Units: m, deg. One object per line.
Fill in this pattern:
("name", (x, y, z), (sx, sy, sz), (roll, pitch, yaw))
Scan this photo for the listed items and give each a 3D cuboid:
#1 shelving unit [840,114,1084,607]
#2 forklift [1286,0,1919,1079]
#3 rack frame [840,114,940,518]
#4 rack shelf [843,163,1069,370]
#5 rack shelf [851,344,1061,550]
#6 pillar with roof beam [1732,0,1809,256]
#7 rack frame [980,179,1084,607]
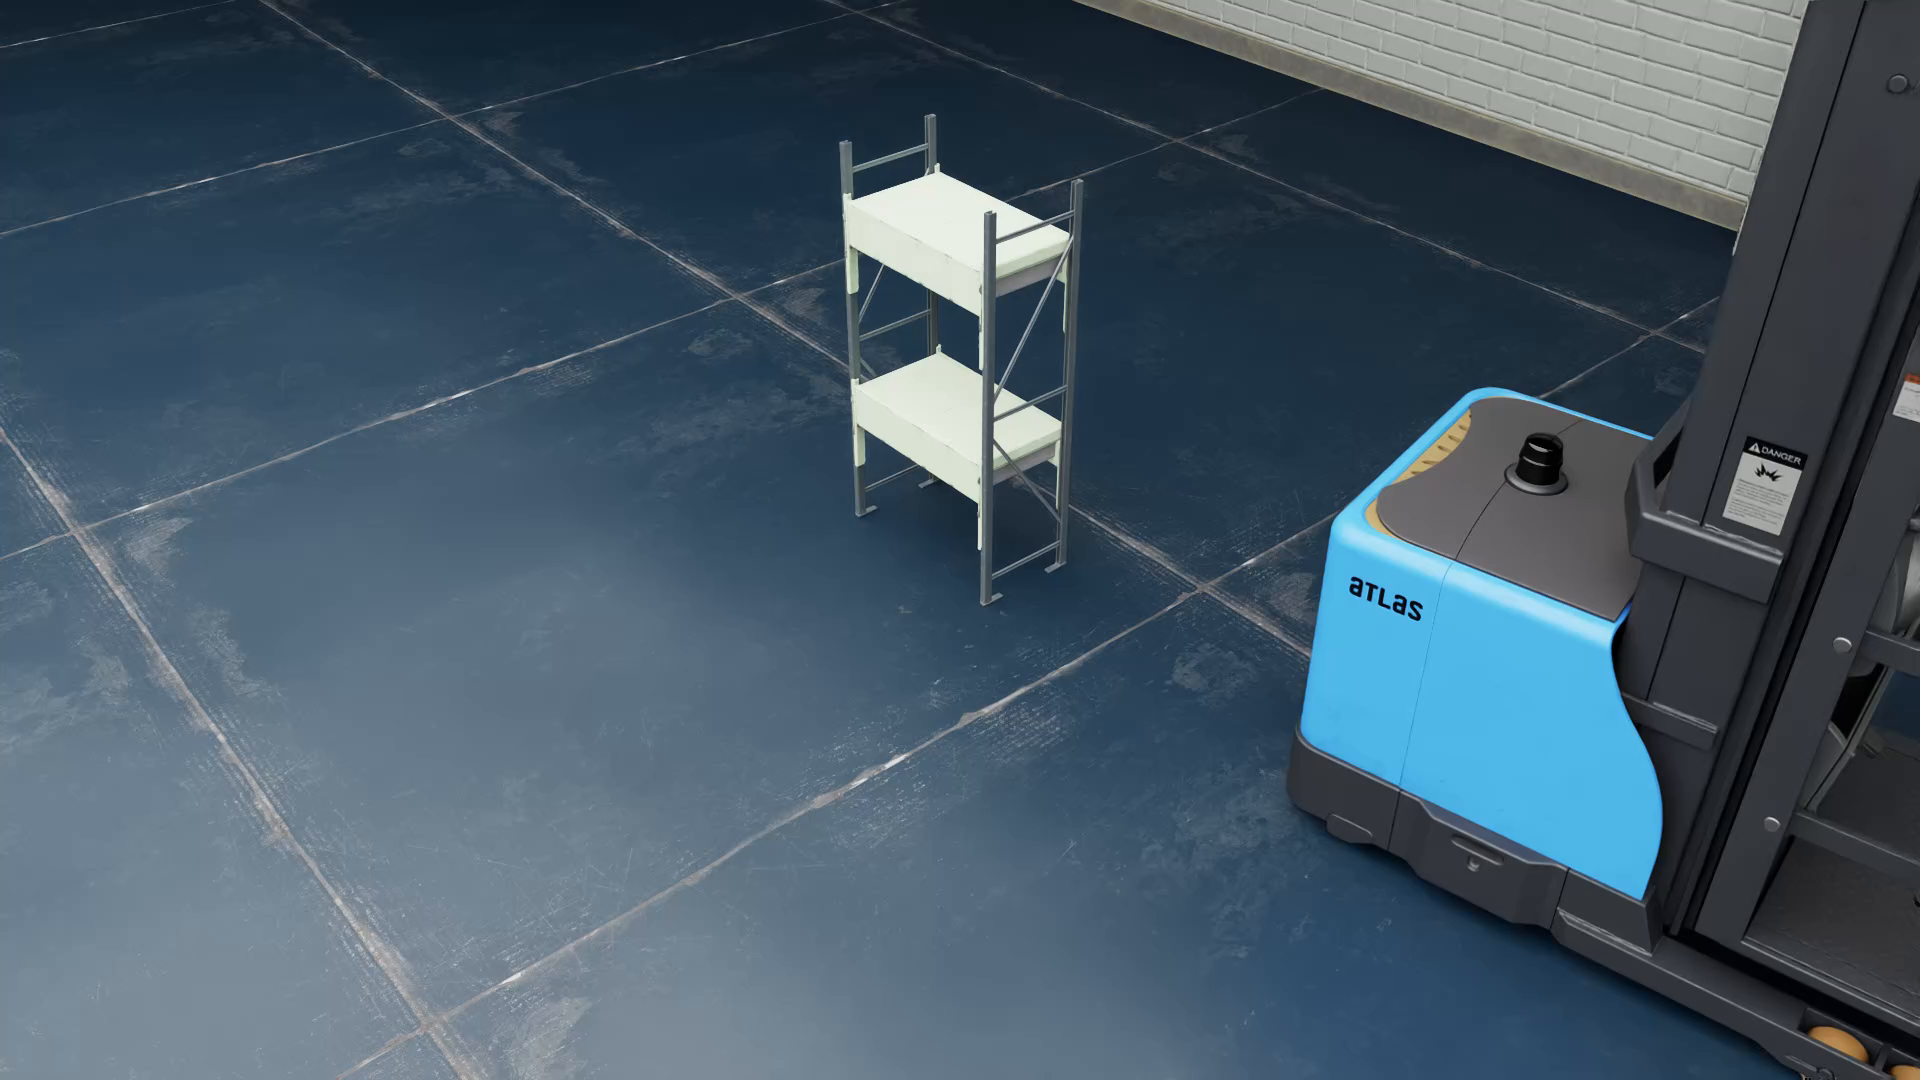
("shelving unit", (-0.004, -0.615, 5.821), (0.431, 1.500, 0.755), (-26, 43, -32))
("forklift", (2.463, -0.064, 3.804), (3.031, 2.935, 1.130), (24, 42, 30))
("rack frame", (-0.241, -0.777, 6.049), (0.400, 1.500, 0.023), (-26, 43, -32))
("rack shelf", (-0.004, -0.933, 5.595), (0.431, 0.370, 0.720), (-26, 43, -32))
("rack shelf", (-0.004, -0.349, 6.009), (0.431, 0.370, 0.720), (-26, 43, -32))
("pillar with roof beam", (0.783, -3.452, 3.338), (9.100, 9.000, 0.400), (-26, 43, -32))
("rack frame", (0.232, -0.453, 5.593), (0.400, 1.500, 0.023), (-26, 43, -32))
